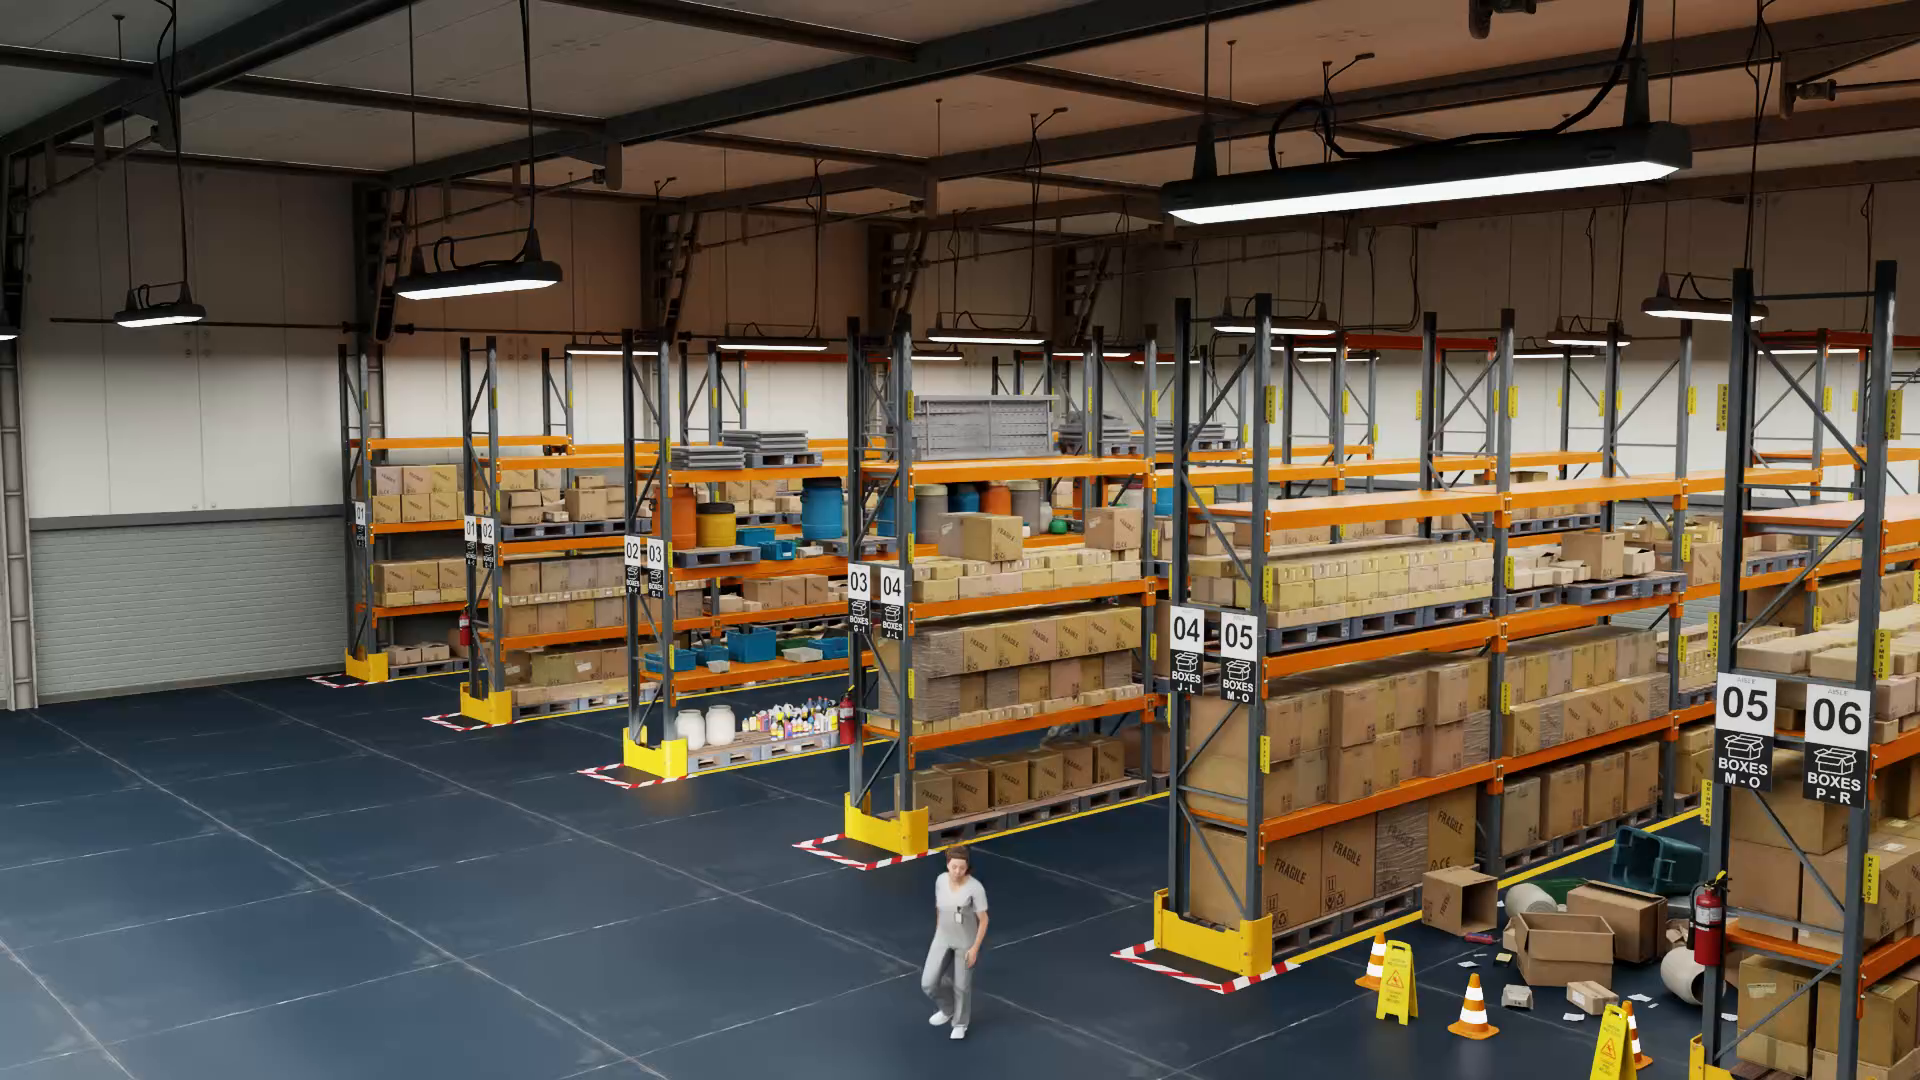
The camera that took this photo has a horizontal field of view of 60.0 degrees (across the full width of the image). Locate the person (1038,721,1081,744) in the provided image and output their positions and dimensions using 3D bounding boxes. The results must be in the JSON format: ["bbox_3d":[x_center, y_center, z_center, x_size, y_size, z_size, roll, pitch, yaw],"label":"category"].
[{"bbox_3d":[1.423,1.994,23.174,0.652,1.703,0.577,-1,5,-13],"label":"person"}]

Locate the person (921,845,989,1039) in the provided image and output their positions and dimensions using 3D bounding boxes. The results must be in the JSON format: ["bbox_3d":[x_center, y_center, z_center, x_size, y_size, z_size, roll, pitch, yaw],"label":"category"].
[{"bbox_3d":[-0.012,3.179,13.126,0.562,1.629,0.617,2,5,21],"label":"person"}]

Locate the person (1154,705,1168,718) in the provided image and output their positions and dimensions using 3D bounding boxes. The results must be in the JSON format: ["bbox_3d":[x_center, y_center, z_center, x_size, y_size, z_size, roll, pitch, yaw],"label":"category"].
[{"bbox_3d":[2.942,1.900,24.548,0.771,1.605,0.523,-5,7,-42],"label":"person"}]

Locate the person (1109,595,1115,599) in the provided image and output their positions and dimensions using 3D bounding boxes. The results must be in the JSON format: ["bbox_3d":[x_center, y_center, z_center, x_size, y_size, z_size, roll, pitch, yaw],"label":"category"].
[{"bbox_3d":[3.070,1.566,31.195,0.670,1.614,0.845,4,7,40],"label":"person"}]
